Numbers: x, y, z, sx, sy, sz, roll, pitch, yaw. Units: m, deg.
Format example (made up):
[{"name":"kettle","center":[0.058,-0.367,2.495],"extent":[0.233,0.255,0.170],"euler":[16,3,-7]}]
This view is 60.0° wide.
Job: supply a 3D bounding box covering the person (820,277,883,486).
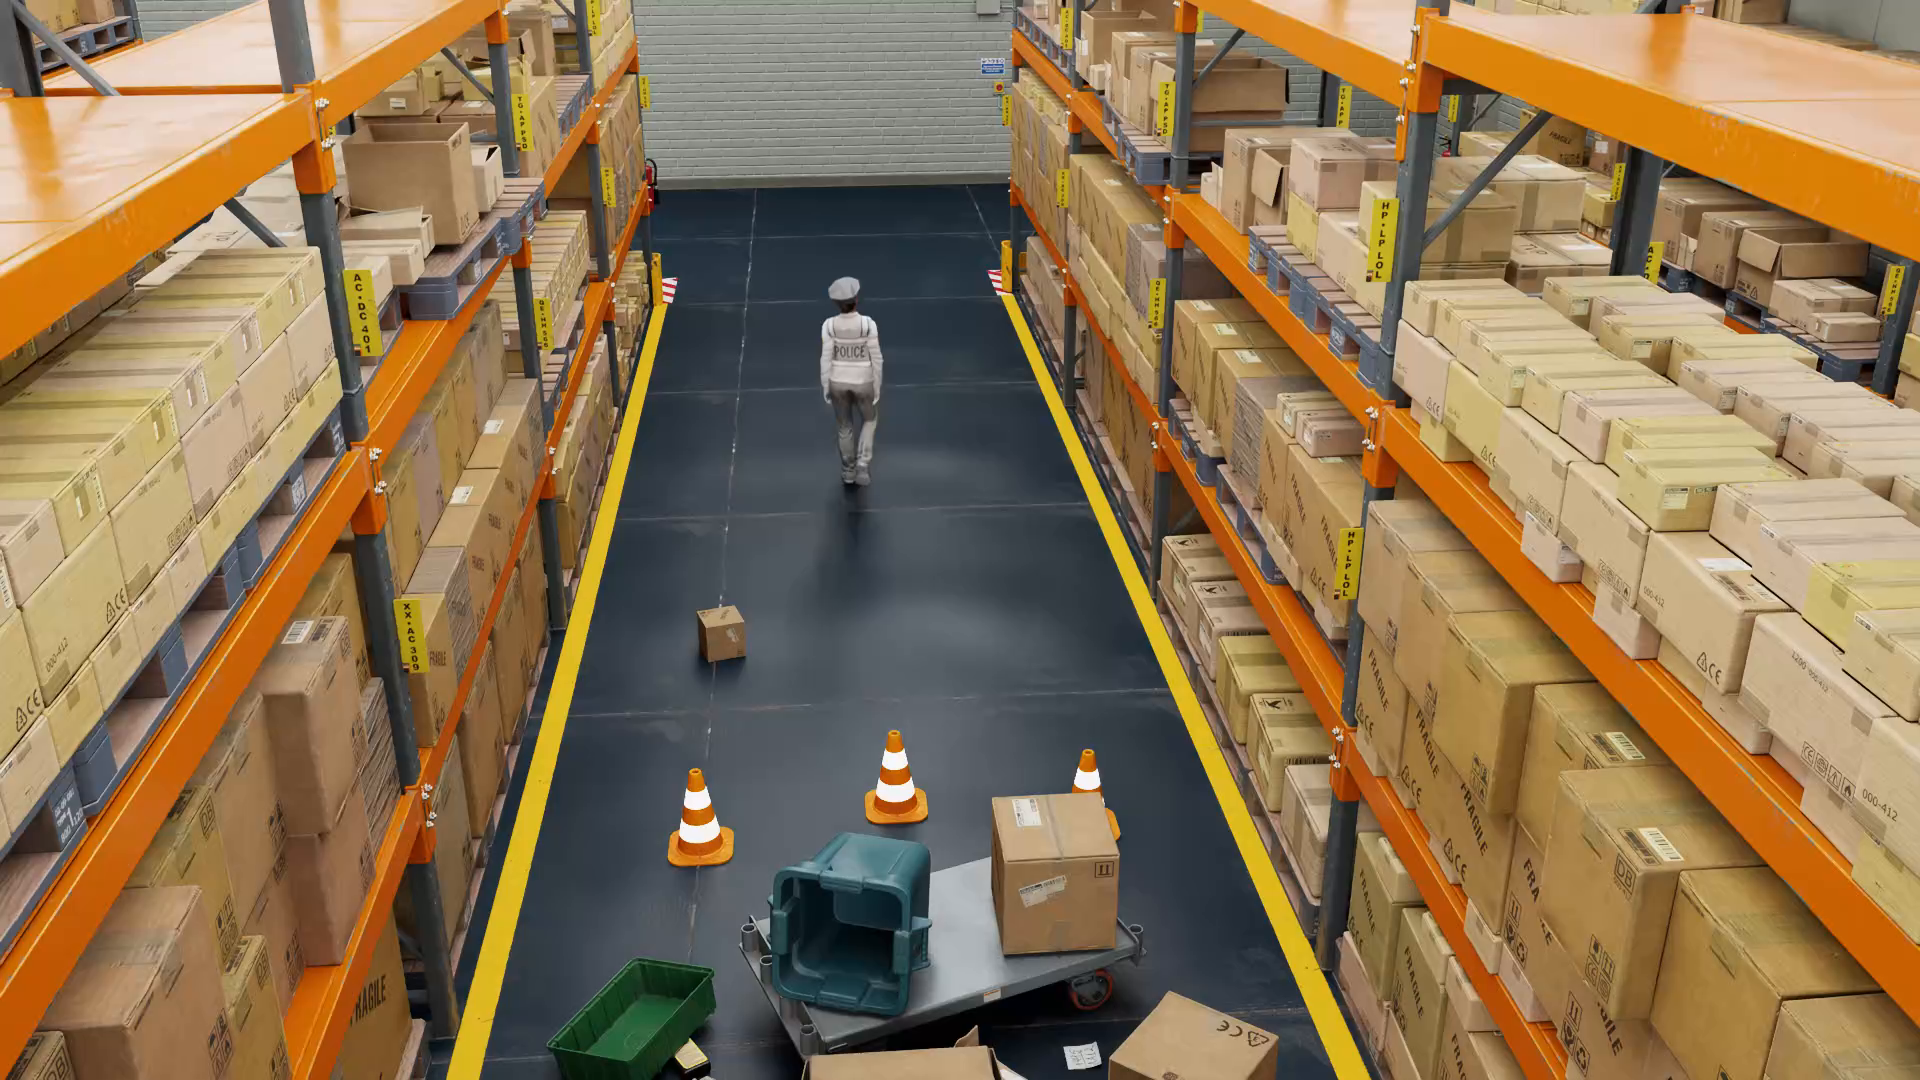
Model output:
[{"name":"person","center":[-0.840,-1.213,12.956],"extent":[0.488,1.679,0.553],"euler":[0,24,0]}]
